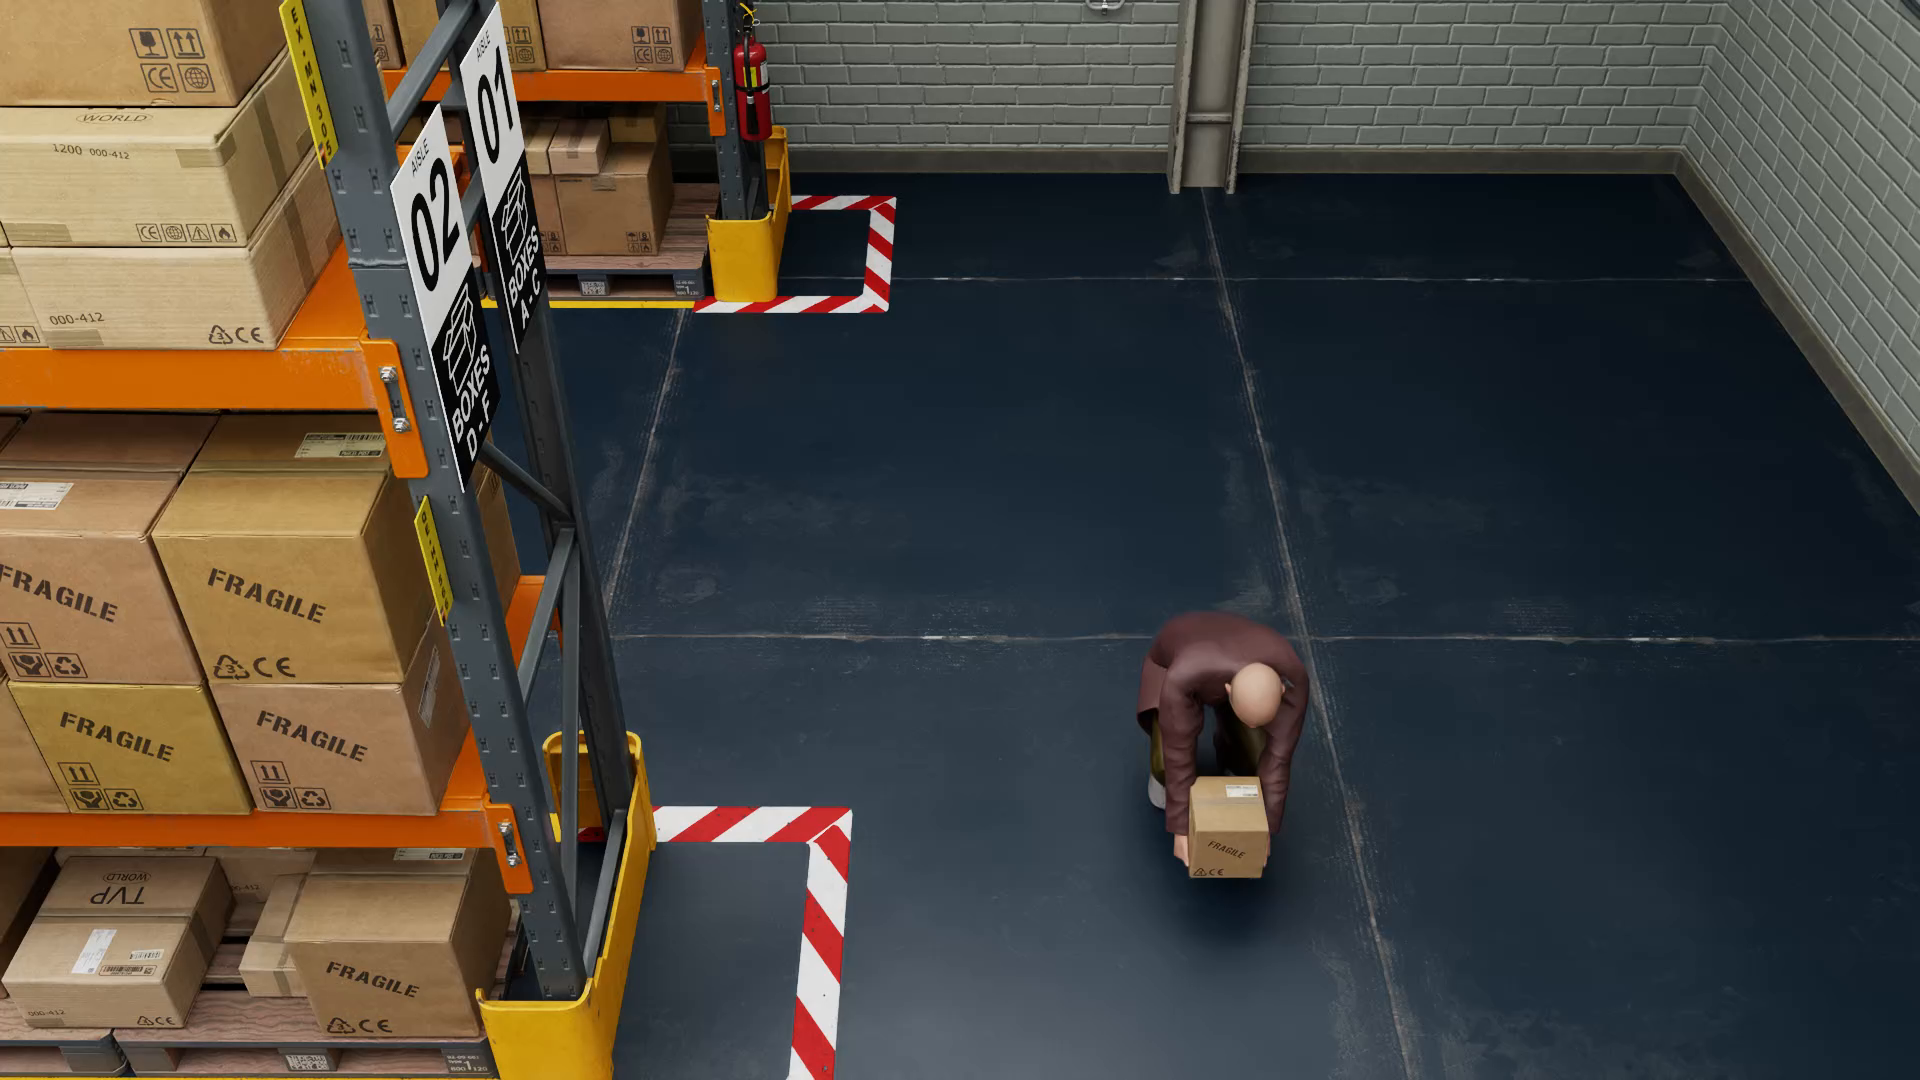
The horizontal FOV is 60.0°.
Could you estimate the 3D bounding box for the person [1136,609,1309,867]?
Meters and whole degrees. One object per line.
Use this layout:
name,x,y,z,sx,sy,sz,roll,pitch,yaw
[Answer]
person,0.932,0.650,6.000,0.577,0.983,0.940,-1,39,-1
